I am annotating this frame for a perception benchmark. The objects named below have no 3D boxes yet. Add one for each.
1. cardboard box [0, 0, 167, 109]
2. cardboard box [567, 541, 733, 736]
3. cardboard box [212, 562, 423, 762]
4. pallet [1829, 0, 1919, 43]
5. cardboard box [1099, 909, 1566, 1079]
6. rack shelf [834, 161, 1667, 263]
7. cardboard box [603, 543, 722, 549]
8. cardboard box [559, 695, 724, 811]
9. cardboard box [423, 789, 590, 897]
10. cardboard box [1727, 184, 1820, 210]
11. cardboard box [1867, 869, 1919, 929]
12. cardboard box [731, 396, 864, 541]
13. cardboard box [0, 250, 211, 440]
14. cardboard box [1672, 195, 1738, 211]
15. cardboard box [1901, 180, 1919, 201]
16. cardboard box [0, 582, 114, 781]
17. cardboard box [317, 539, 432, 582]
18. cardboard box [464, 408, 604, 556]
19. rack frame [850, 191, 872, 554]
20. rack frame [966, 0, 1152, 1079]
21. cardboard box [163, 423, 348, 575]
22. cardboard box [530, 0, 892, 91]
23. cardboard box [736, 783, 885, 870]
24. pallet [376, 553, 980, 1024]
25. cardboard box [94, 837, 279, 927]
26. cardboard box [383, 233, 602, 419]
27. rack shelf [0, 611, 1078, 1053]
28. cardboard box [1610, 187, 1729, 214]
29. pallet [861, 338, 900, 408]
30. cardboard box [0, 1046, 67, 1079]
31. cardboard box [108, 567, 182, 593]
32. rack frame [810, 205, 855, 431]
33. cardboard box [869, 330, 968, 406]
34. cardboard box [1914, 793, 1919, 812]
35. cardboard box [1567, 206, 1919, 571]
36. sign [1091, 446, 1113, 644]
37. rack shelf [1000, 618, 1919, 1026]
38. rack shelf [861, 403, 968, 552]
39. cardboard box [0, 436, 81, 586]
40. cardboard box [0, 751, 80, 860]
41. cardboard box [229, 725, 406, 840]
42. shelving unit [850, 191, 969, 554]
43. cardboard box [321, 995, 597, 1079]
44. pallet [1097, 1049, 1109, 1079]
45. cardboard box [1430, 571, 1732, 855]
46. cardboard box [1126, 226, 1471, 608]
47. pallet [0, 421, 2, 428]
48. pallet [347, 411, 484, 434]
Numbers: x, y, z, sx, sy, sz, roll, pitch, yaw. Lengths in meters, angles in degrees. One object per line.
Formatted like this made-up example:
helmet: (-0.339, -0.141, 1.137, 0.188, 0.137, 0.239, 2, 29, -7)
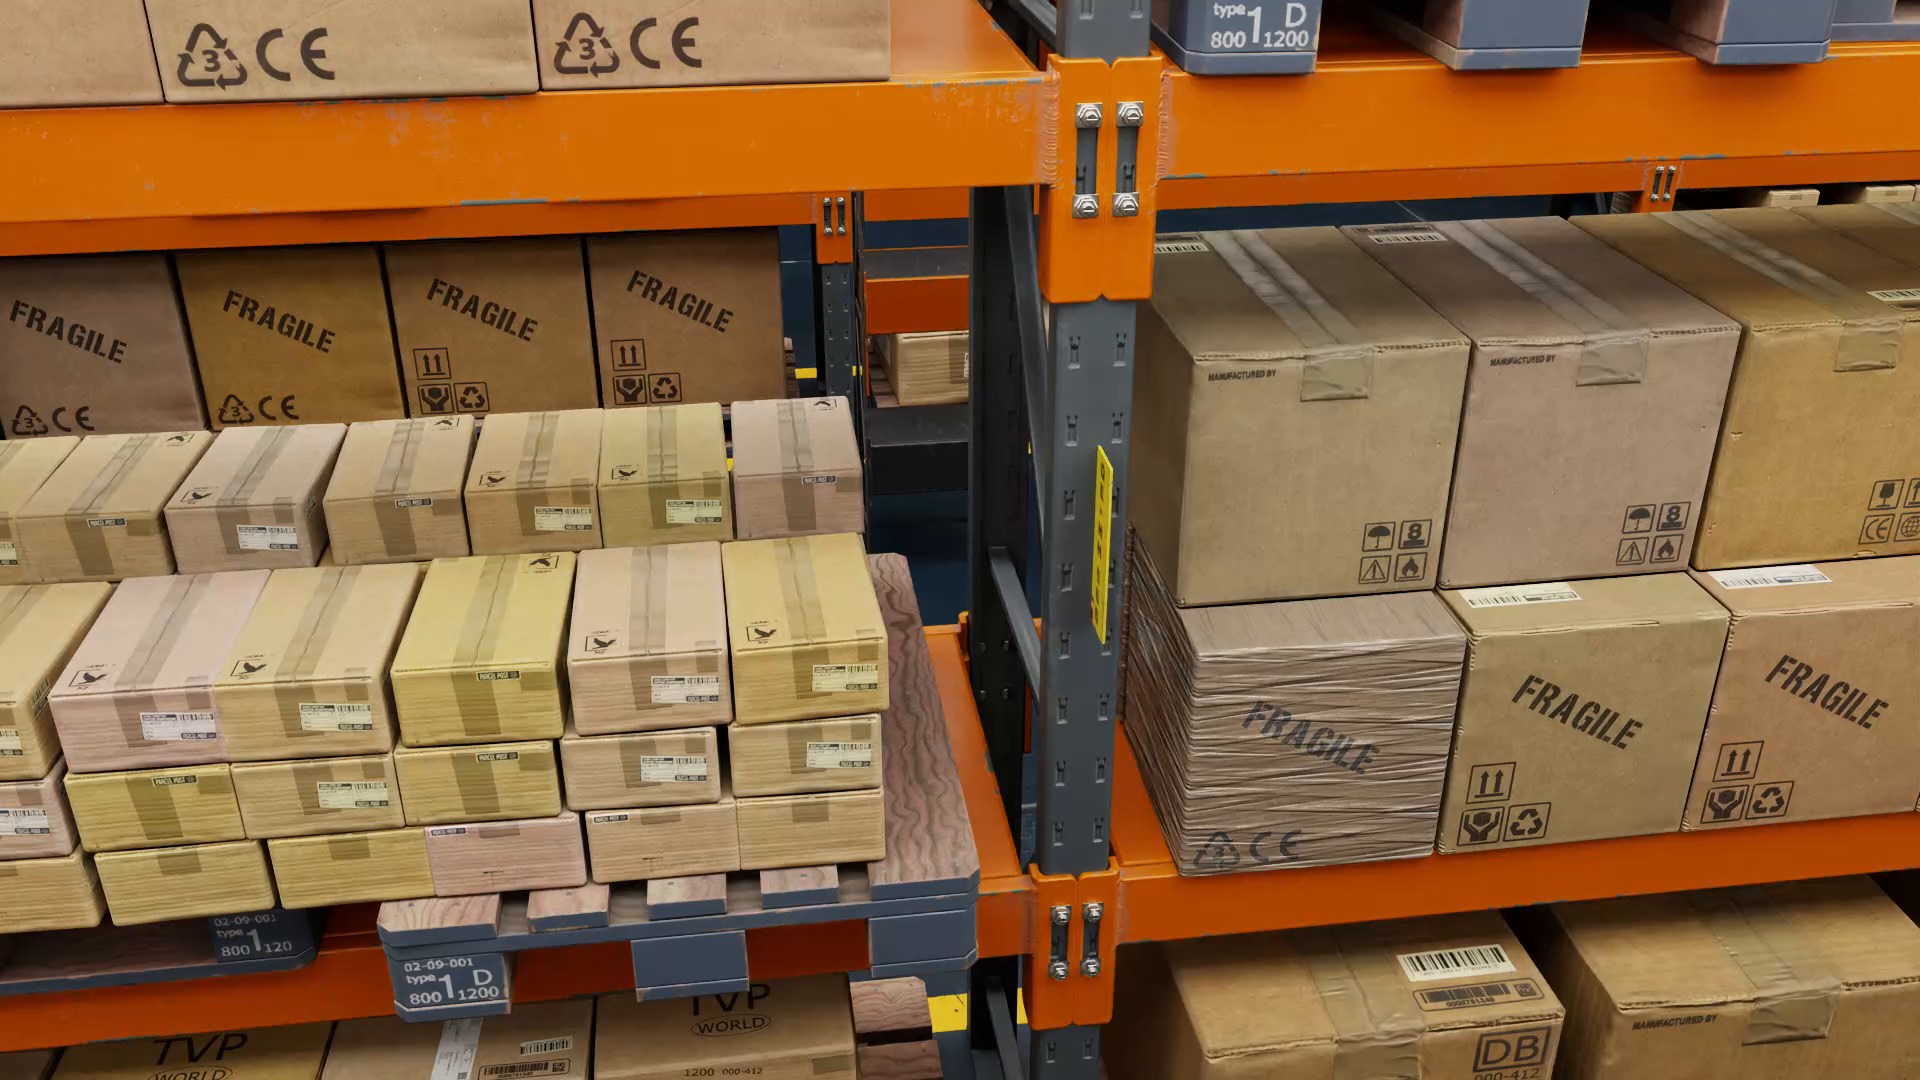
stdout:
cardboard box: (-1.370, -0.915, 2.353, 0.500, 0.500, 0.500, -4, 27, -7)
cardboard box: (-0.521, 0.159, 2.819, 0.250, 0.149, 0.380, -4, 27, -8)
cardboard box: (-1.044, 0.194, 2.750, 0.250, 0.149, 0.380, -3, 27, -6)
pallet: (1.887, -1.143, 3.113, 1.213, 0.211, 1.003, -2, 27, -5)
cardboard box: (0.765, 1.061, 3.901, 0.750, 0.750, 1.050, -4, 27, -8)
rack shelf: (1.340, -1.793, 8.248, 4.000, 0.370, 1.077, -4, 27, -7)
cardboard box: (-0.626, -0.004, 3.462, 0.250, 0.149, 0.380, -2, 27, -5)
cardboard box: (-0.540, 0.293, 2.883, 0.250, 0.149, 0.380, -3, 27, -5)
cardboard box: (-0.776, 0.441, 2.921, 0.250, 0.149, 0.380, -3, 27, -6)
cardboard box: (4.075, -1.723, 8.342, 0.250, 0.149, 0.380, -3, 27, -6)
cardboard box: (2.552, 0.944, 4.128, 0.750, 0.750, 1.050, -4, 27, -7)
cardboard box: (-0.340, -0.153, 3.425, 0.250, 0.149, 0.380, -4, 27, -7)
cardboard box: (-3.998, -1.049, 7.876, 0.875, 0.875, 0.875, -3, 27, -6)
cardboard box: (3.943, -1.453, 8.527, 0.500, 0.500, 0.500, -2, 27, -5)
cardboard box: (4.850, -1.775, 8.443, 0.250, 0.149, 0.380, -2, 27, -4)
cardboard box: (-1.553, 0.225, 2.689, 0.250, 0.149, 0.380, -2, 27, -5)
cardboard box: (-1.139, 0.030, 3.394, 0.250, 0.149, 0.380, -4, 27, -7)
cardboard box: (-0.844, -0.121, 3.364, 0.250, 0.149, 0.380, -4, 27, -7)
rack frame: (-0.406, -0.908, 6.720, 0.015, 2.100, 0.400, -4, 27, -7)
rack frame: (0.149, 0.245, 3.487, 0.127, 3.000, 1.000, -4, 27, -7)
cardboard box: (-1.374, -0.086, 3.296, 0.250, 0.149, 0.380, -2, 27, -5)
cardboard box: (-0.381, -0.983, 2.485, 0.500, 0.500, 0.500, -4, 27, -7)
cardboard box: (-0.275, 0.409, 2.982, 0.250, 0.149, 0.380, -3, 27, -6)
pallet: (-0.541, 0.424, 3.348, 1.003, 0.211, 1.213, -4, 27, -7)
cardboard box: (-1.289, 0.473, 2.858, 0.250, 0.149, 0.380, -5, 28, -9)
cardboard box: (-2.220, -1.167, 8.105, 0.875, 0.875, 0.875, -3, 27, -6)
rack shelf: (-1.831, 0.692, 3.403, 4.000, 0.370, 1.077, -4, 27, -7)
cardboard box: (3.869, -1.697, 9.002, 0.500, 0.500, 0.500, -4, 27, -8)
pallet: (0.134, -0.795, 8.568, 1.213, 0.211, 1.003, -4, 27, -7)
cardboard box: (-2.010, 1.098, 3.281, 0.500, 0.250, 0.500, -3, 27, -5)
cardboard box: (-1.632, 0.060, 3.336, 0.250, 0.149, 0.380, -4, 27, -8)
rack frame: (-0.640, -1.986, 7.835, 0.127, 3.000, 1.000, -4, 27, -7)
cardboard box: (-0.079, -1.035, 8.401, 0.625, 0.372, 0.950, -5, 28, -11)
cardboard box: (2.128, 0.198, 3.469, 0.500, 0.500, 0.500, -4, 27, -8)
cardboard box: (1.604, -0.335, 3.412, 0.500, 0.500, 0.700, -4, 27, -8)
sign: (0.234, 0.010, 2.764, 0.005, 0.325, 0.100, -4, 27, -7)
rack shelf: (2.130, 0.438, 3.899, 4.000, 0.370, 1.077, -4, 27, -7)
rack shelf: (-0.164, -0.289, 7.076, 0.480, 0.518, 0.431, -4, 27, -7)
cardboard box: (-1.884, -0.054, 3.234, 0.250, 0.149, 0.380, -4, 27, -8)
cardboard box: (-1.553, 0.358, 2.756, 0.250, 0.149, 0.380, -3, 27, -6)
cardboard box: (-1.048, 0.326, 2.818, 0.250, 0.149, 0.380, -4, 27, -7)
shelving unit: (-0.164, -0.924, 6.750, 0.503, 2.100, 0.431, -4, 27, -7)
cardboard box: (-0.990, 1.036, 3.402, 0.500, 0.250, 0.500, -3, 27, -6)
pallet: (0.941, 1.470, 4.155, 1.213, 0.211, 1.003, -4, 27, -7)
cardboard box: (1.135, 0.260, 3.347, 0.500, 0.500, 0.500, -4, 27, -8)
cardboard box: (0.595, -0.268, 3.283, 0.500, 0.500, 0.700, -4, 27, -7)
pallet: (-5.365, -0.478, 7.951, 1.213, 0.211, 1.003, -4, 27, -7)
pallet: (-2.637, -0.653, 8.292, 1.213, 0.211, 1.003, -4, 27, -7)
